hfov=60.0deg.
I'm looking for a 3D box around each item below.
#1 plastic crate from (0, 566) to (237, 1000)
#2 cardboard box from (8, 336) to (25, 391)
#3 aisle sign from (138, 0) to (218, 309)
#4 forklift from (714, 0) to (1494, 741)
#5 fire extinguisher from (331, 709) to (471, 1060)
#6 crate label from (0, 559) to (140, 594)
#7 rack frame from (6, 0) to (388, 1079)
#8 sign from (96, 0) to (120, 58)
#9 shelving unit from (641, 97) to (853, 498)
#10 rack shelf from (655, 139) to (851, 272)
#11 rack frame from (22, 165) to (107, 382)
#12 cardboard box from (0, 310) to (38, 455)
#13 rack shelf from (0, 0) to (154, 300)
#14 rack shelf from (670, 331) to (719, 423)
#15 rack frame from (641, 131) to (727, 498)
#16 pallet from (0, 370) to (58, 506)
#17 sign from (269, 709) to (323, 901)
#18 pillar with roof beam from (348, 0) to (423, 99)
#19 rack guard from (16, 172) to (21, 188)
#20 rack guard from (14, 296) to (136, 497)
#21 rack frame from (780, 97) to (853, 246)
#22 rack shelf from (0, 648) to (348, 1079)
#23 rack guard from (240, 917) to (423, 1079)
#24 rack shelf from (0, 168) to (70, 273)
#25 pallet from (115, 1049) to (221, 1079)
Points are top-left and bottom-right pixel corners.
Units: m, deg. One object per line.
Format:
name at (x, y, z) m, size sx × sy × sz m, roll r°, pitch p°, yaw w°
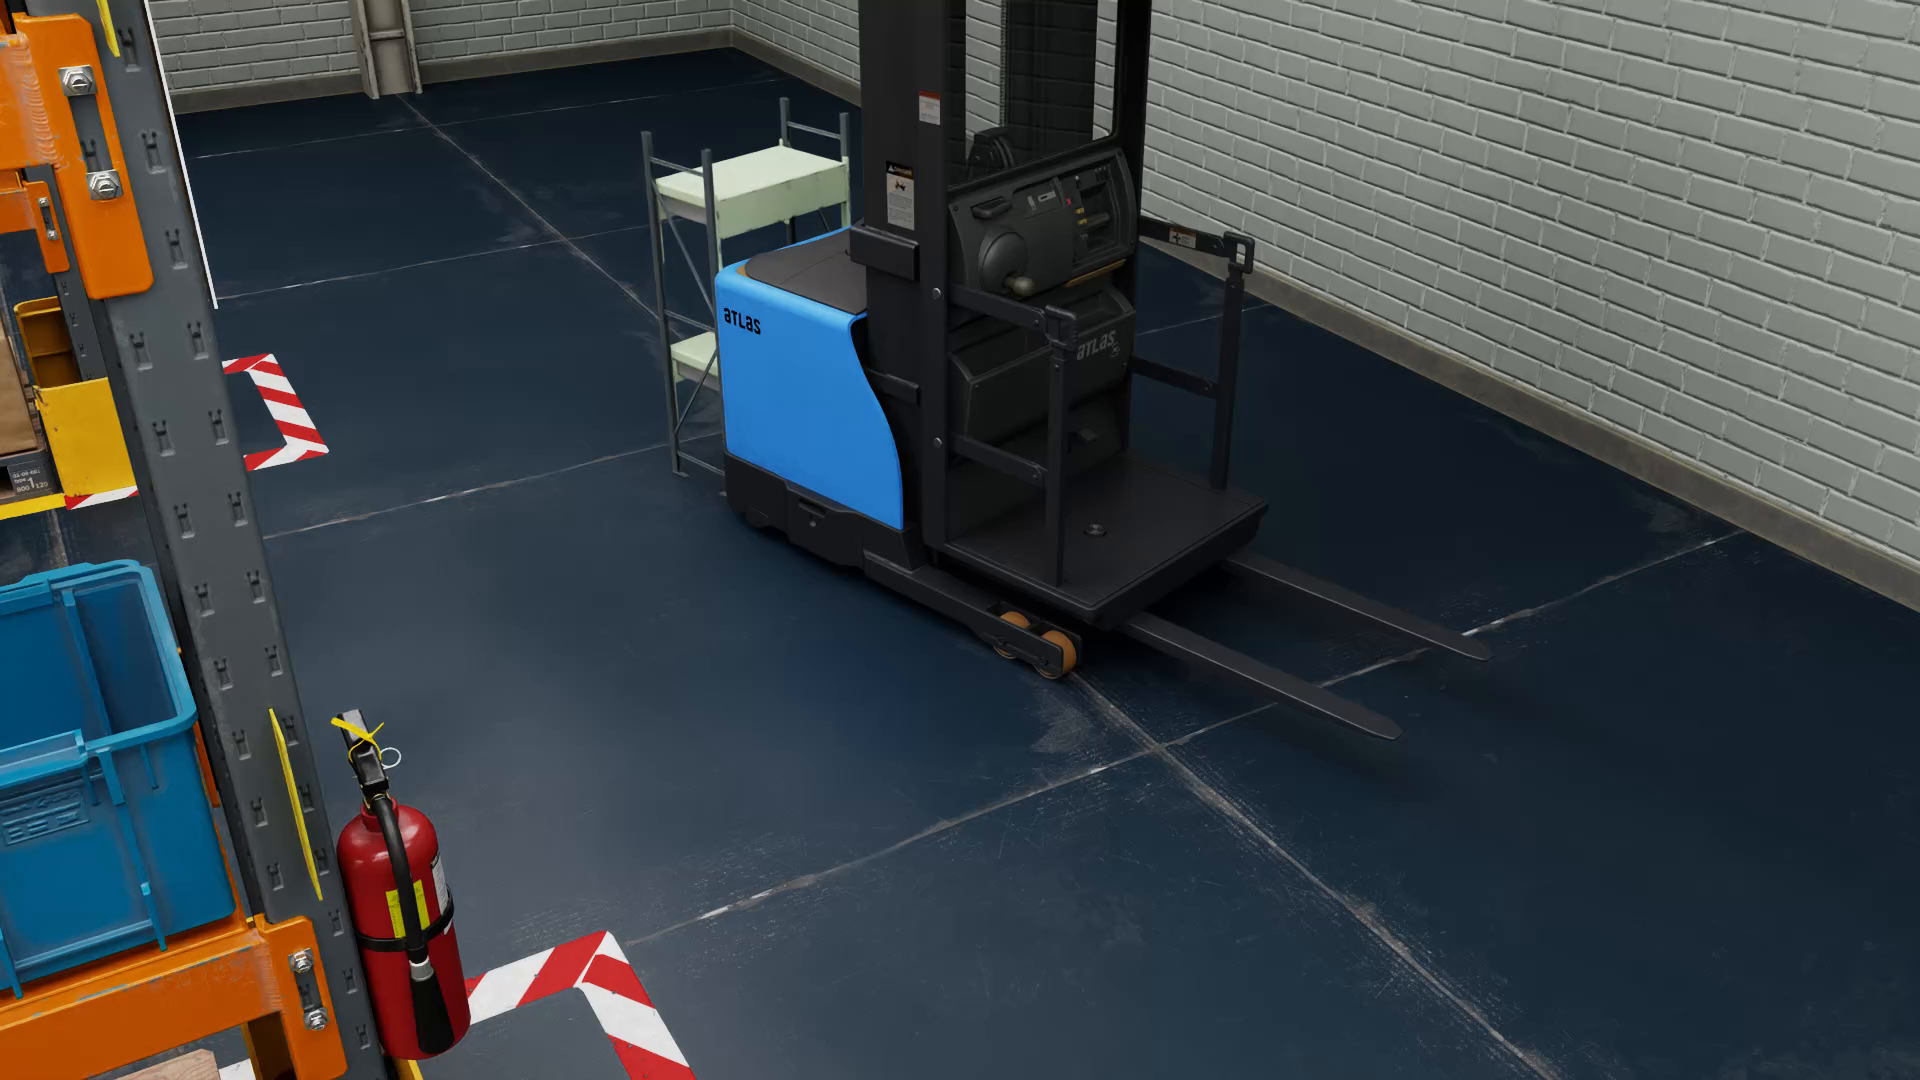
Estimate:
plastic crate at (-1.563, 0.396, 2.830) m, size 0.499 × 0.435 × 0.616 m, roll -16°, pitch 33°, yaw -26°
cardboard box at (-4.410, -0.772, 7.539) m, size 0.250 × 0.149 × 0.380 m, roll -16°, pitch 33°, yaw -26°
aisle sign at (-1.158, -0.756, 2.325) m, size 0.004 × 0.787 × 0.394 m, roll -16°, pitch 33°, yaw -26°
forklift at (0.459, -1.080, 5.674) m, size 3.031 × 2.935 × 1.130 m, roll 24°, pitch 37°, yaw 36°
fire extinguisher at (-1.008, 0.627, 2.975) m, size 0.183 × 0.674 × 0.296 m, roll -16°, pitch 33°, yaw -26°
crate label at (-1.748, 0.248, 3.307) m, size 0.303 × 0.233 × 0.416 m, roll -16°, pitch 33°, yaw -26°
rack frame at (-1.369, 0.278, 3.142) m, size 0.127 × 3.000 × 1.000 m, roll -16°, pitch 33°, yaw -26°
sign at (-1.076, -0.765, 2.035) m, size 0.005 × 0.325 × 0.100 m, roll -16°, pitch 33°, yaw -26°
shelving unit at (-0.856, -1.021, 7.049) m, size 0.431 × 1.500 × 0.755 m, roll 24°, pitch 37°, yaw 36°
rack shelf at (-0.856, -1.363, 6.860) m, size 0.431 × 0.370 × 0.720 m, roll 24°, pitch 37°, yaw 36°
rack frame at (-3.875, -1.787, 6.883) m, size 0.127 × 3.000 × 1.000 m, roll -16°, pitch 33°, yaw -26°
cardboard box at (-4.219, -0.649, 6.954) m, size 0.500 × 0.500 × 0.500 m, roll -16°, pitch 33°, yaw -26°
rack shelf at (-3.093, -0.231, 1.704) m, size 4.000 × 0.370 × 1.077 m, roll -16°, pitch 33°, yaw -26°
rack shelf at (-0.856, -0.736, 7.206) m, size 0.431 × 0.370 × 0.720 m, roll 24°, pitch 37°, yaw 36°
rack frame at (-1.103, -0.891, 6.812) m, size 0.400 × 1.500 × 0.023 m, roll 24°, pitch 37°, yaw 36°
pallet at (-4.627, -0.352, 7.169) m, size 1.213 × 0.211 × 1.003 m, roll -16°, pitch 33°, yaw -26°
sign at (-1.076, 0.431, 2.695) m, size 0.005 × 0.325 × 0.100 m, roll -16°, pitch 33°, yaw -26°
pillar with roof beam at (-2.317, -5.704, 7.772) m, size 0.400 × 9.000 × 9.100 m, roll -16°, pitch 33°, yaw -26°
rack guard at (-6.367, -2.761, 11.235) m, size 0.348 × 0.500 × 1.175 m, roll -16°, pitch 33°, yaw -26°
rack guard at (-3.940, -0.674, 7.453) m, size 0.348 × 0.500 × 1.175 m, roll -16°, pitch 33°, yaw -26°
rack frame at (-0.609, -1.152, 7.285) m, size 0.400 × 1.500 × 0.023 m, roll 24°, pitch 37°, yaw 36°
rack shelf at (-3.093, 1.082, 2.429) m, size 4.000 × 0.370 × 1.077 m, roll -16°, pitch 33°, yaw -26°
rack guard at (-1.354, 1.361, 3.767) m, size 0.348 × 0.500 × 1.175 m, roll -16°, pitch 33°, yaw -26°
rack shelf at (-5.599, -0.982, 6.170) m, size 4.000 × 0.370 × 1.077 m, roll -16°, pitch 33°, yaw -26°
pallet at (-2.099, 1.684, 3.480) m, size 1.213 × 0.211 × 1.003 m, roll -16°, pitch 33°, yaw -26°
